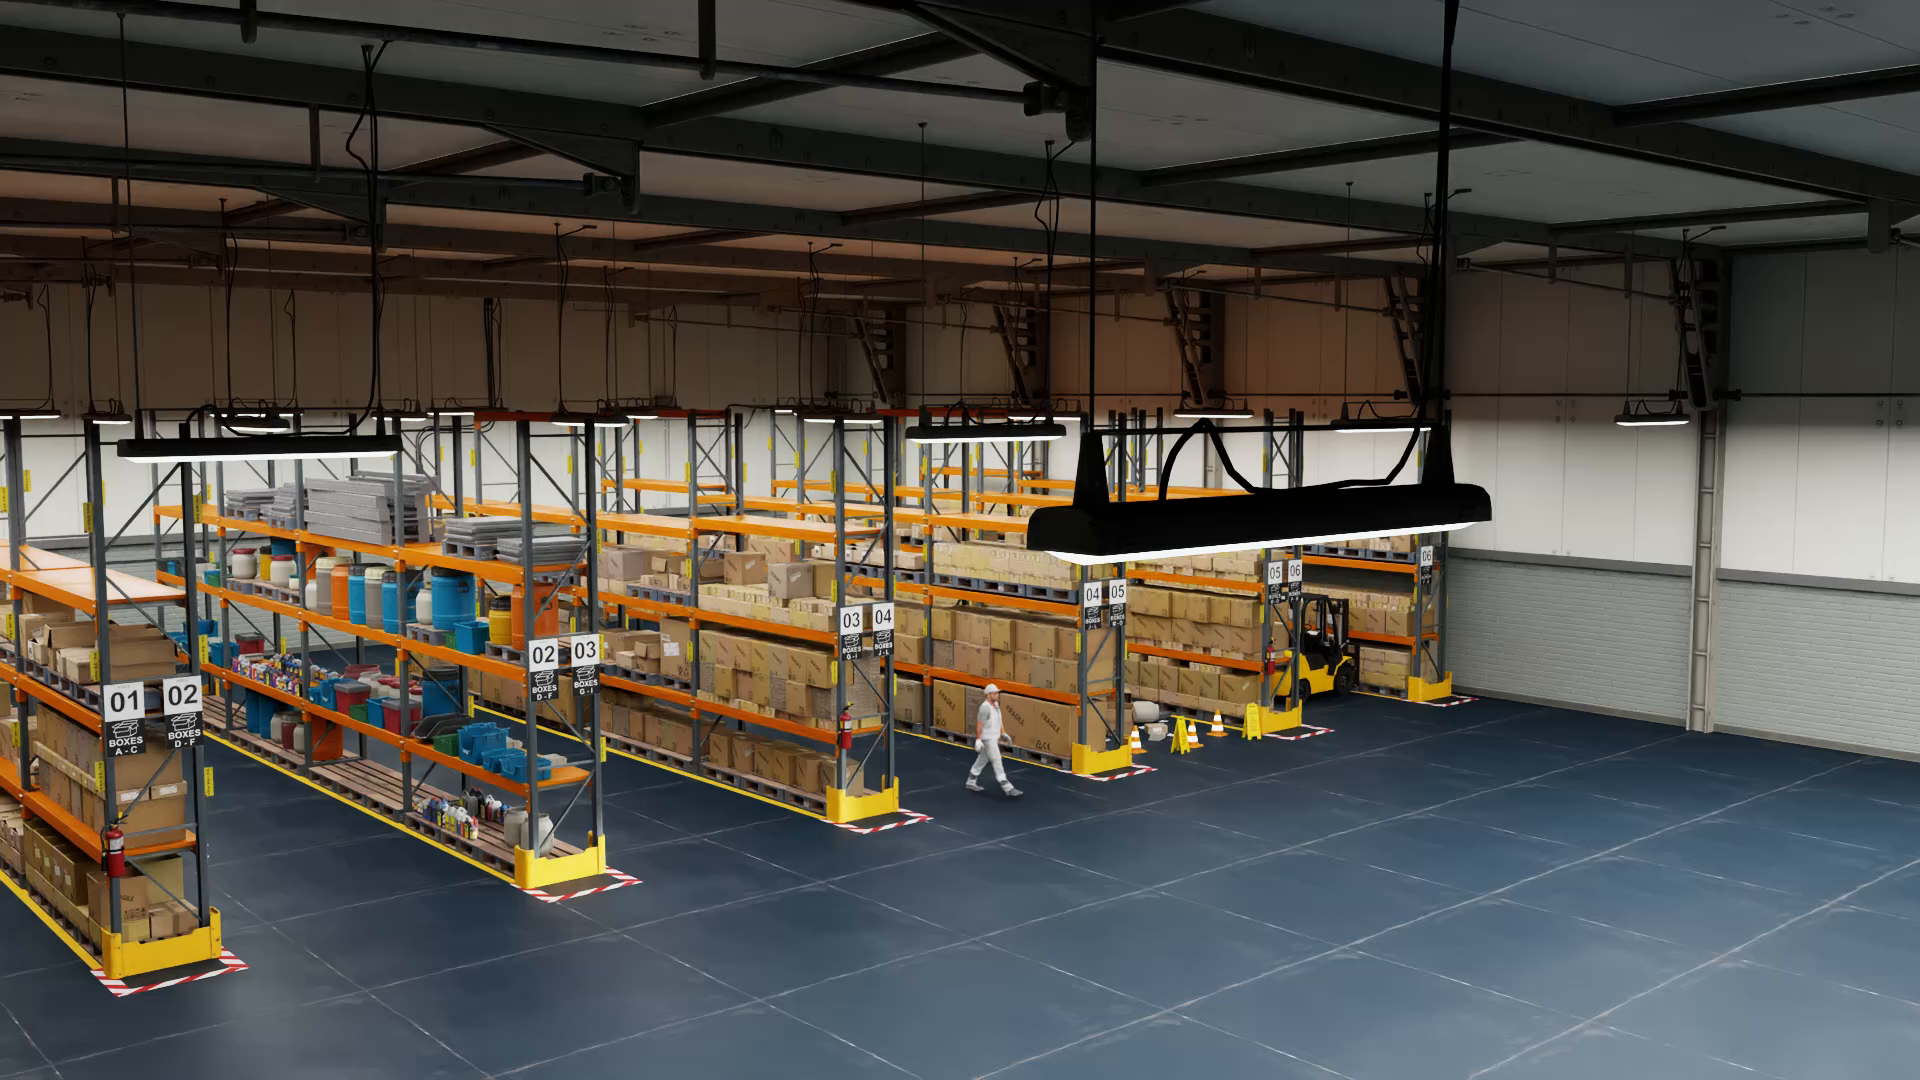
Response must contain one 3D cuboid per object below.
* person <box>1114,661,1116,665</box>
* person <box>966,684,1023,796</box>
[{"bbox_3d":[3.282,2.260,36.853,0.499,1.662,0.471,-3,6,-32],"label":"person"},{"bbox_3d":[0.562,3.132,26.210,1.040,1.731,0.559,2,5,19],"label":"person"}]
